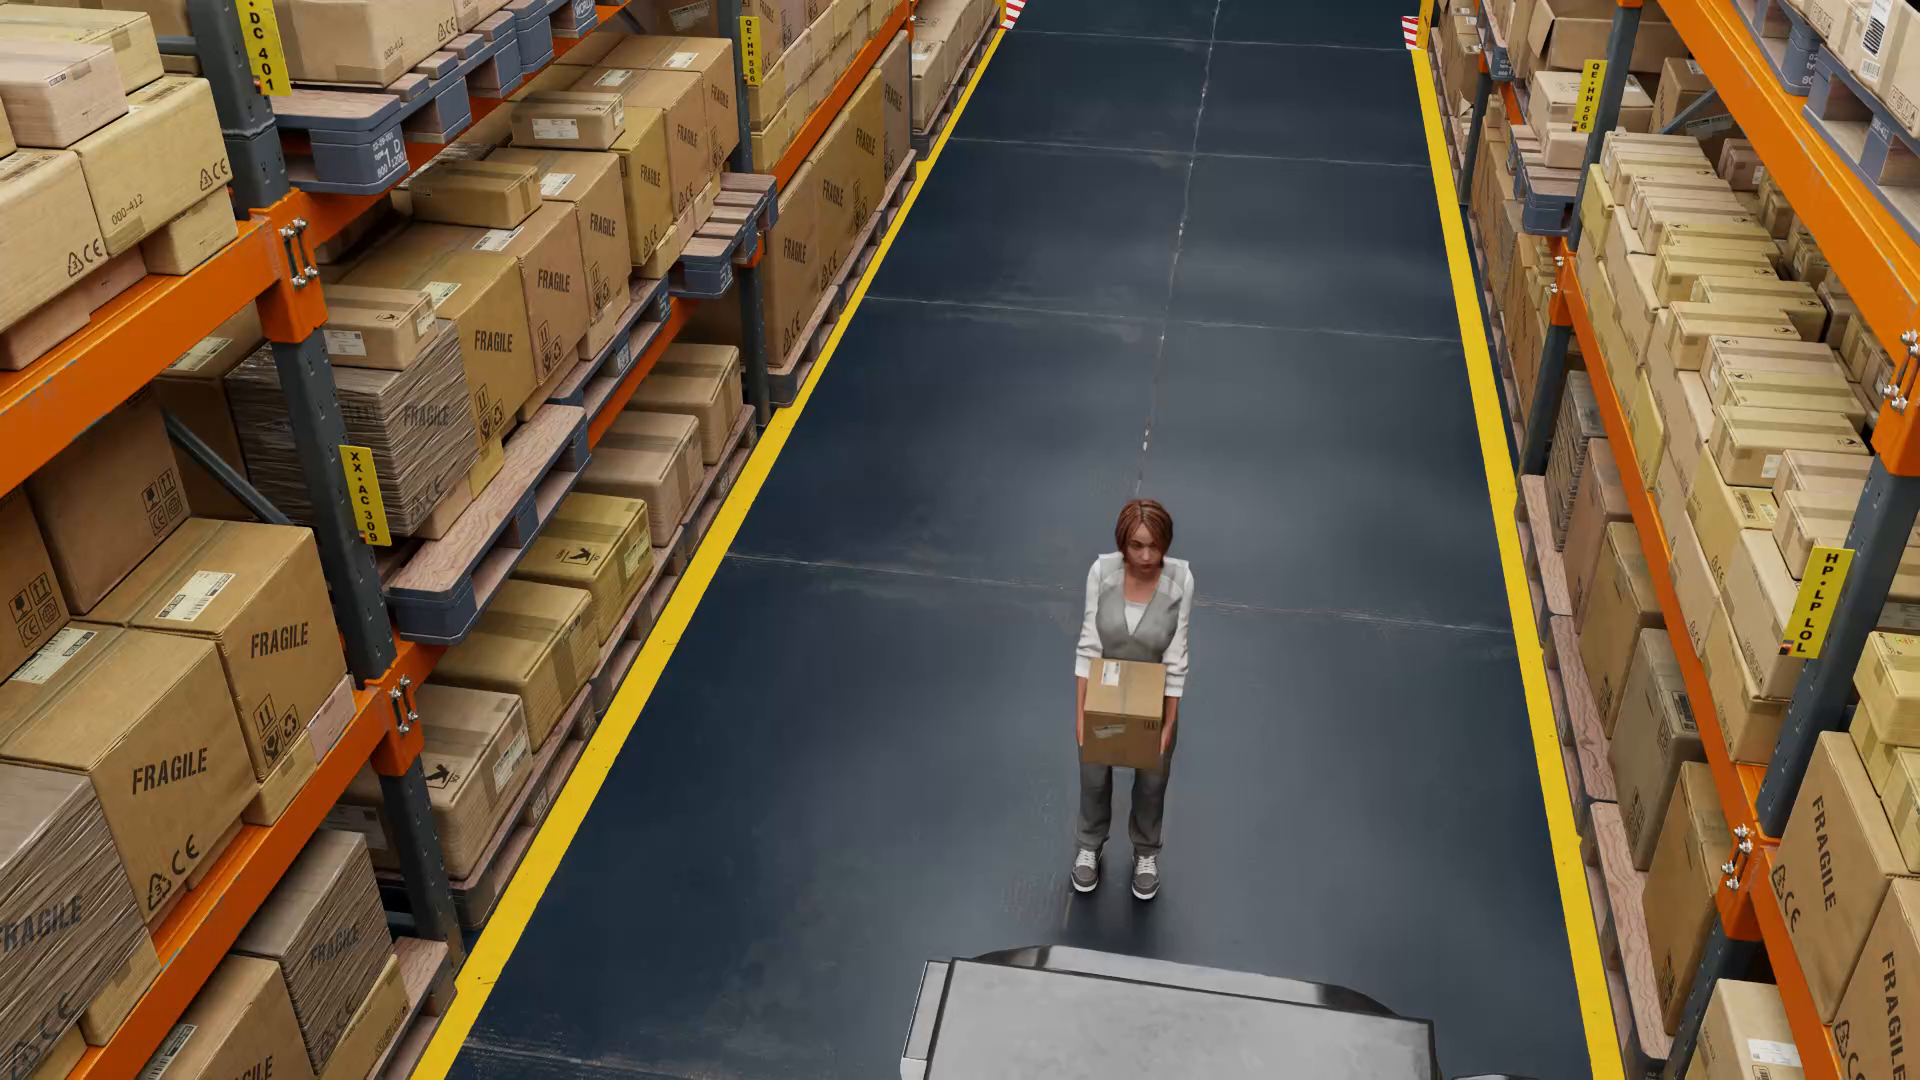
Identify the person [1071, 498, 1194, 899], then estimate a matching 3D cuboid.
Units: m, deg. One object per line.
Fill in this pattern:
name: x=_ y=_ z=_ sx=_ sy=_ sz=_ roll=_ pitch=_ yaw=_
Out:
person: x=0.579 y=0.605 z=5.714 sx=0.375 sy=1.599 sz=0.500 roll=5 pitch=33 yaw=8
